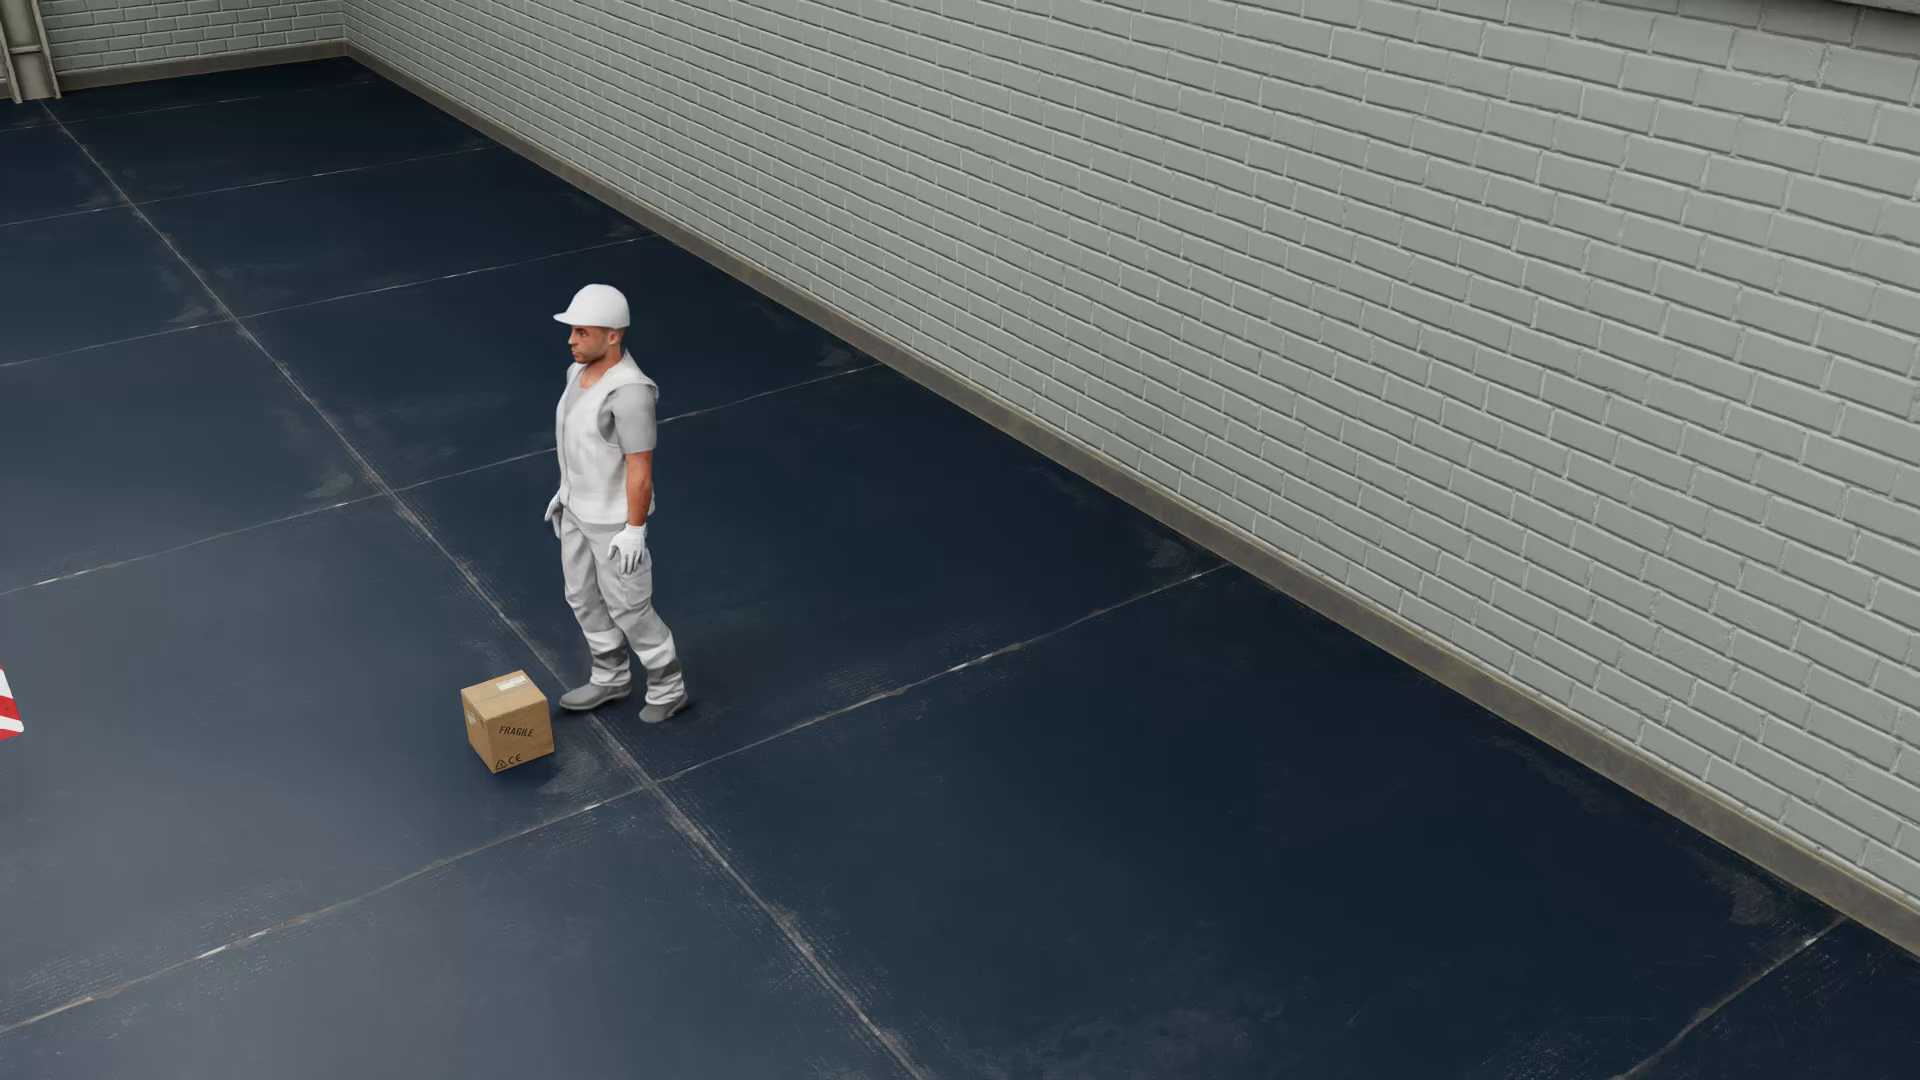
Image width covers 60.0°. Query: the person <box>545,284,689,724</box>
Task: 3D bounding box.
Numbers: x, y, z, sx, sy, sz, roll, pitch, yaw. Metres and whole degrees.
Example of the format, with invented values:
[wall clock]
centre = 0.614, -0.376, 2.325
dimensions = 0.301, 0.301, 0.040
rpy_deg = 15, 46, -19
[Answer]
[person]
centre = -1.353, -0.068, 6.306
dimensions = 0.443, 1.849, 0.535
rpy_deg = -18, 33, -30
